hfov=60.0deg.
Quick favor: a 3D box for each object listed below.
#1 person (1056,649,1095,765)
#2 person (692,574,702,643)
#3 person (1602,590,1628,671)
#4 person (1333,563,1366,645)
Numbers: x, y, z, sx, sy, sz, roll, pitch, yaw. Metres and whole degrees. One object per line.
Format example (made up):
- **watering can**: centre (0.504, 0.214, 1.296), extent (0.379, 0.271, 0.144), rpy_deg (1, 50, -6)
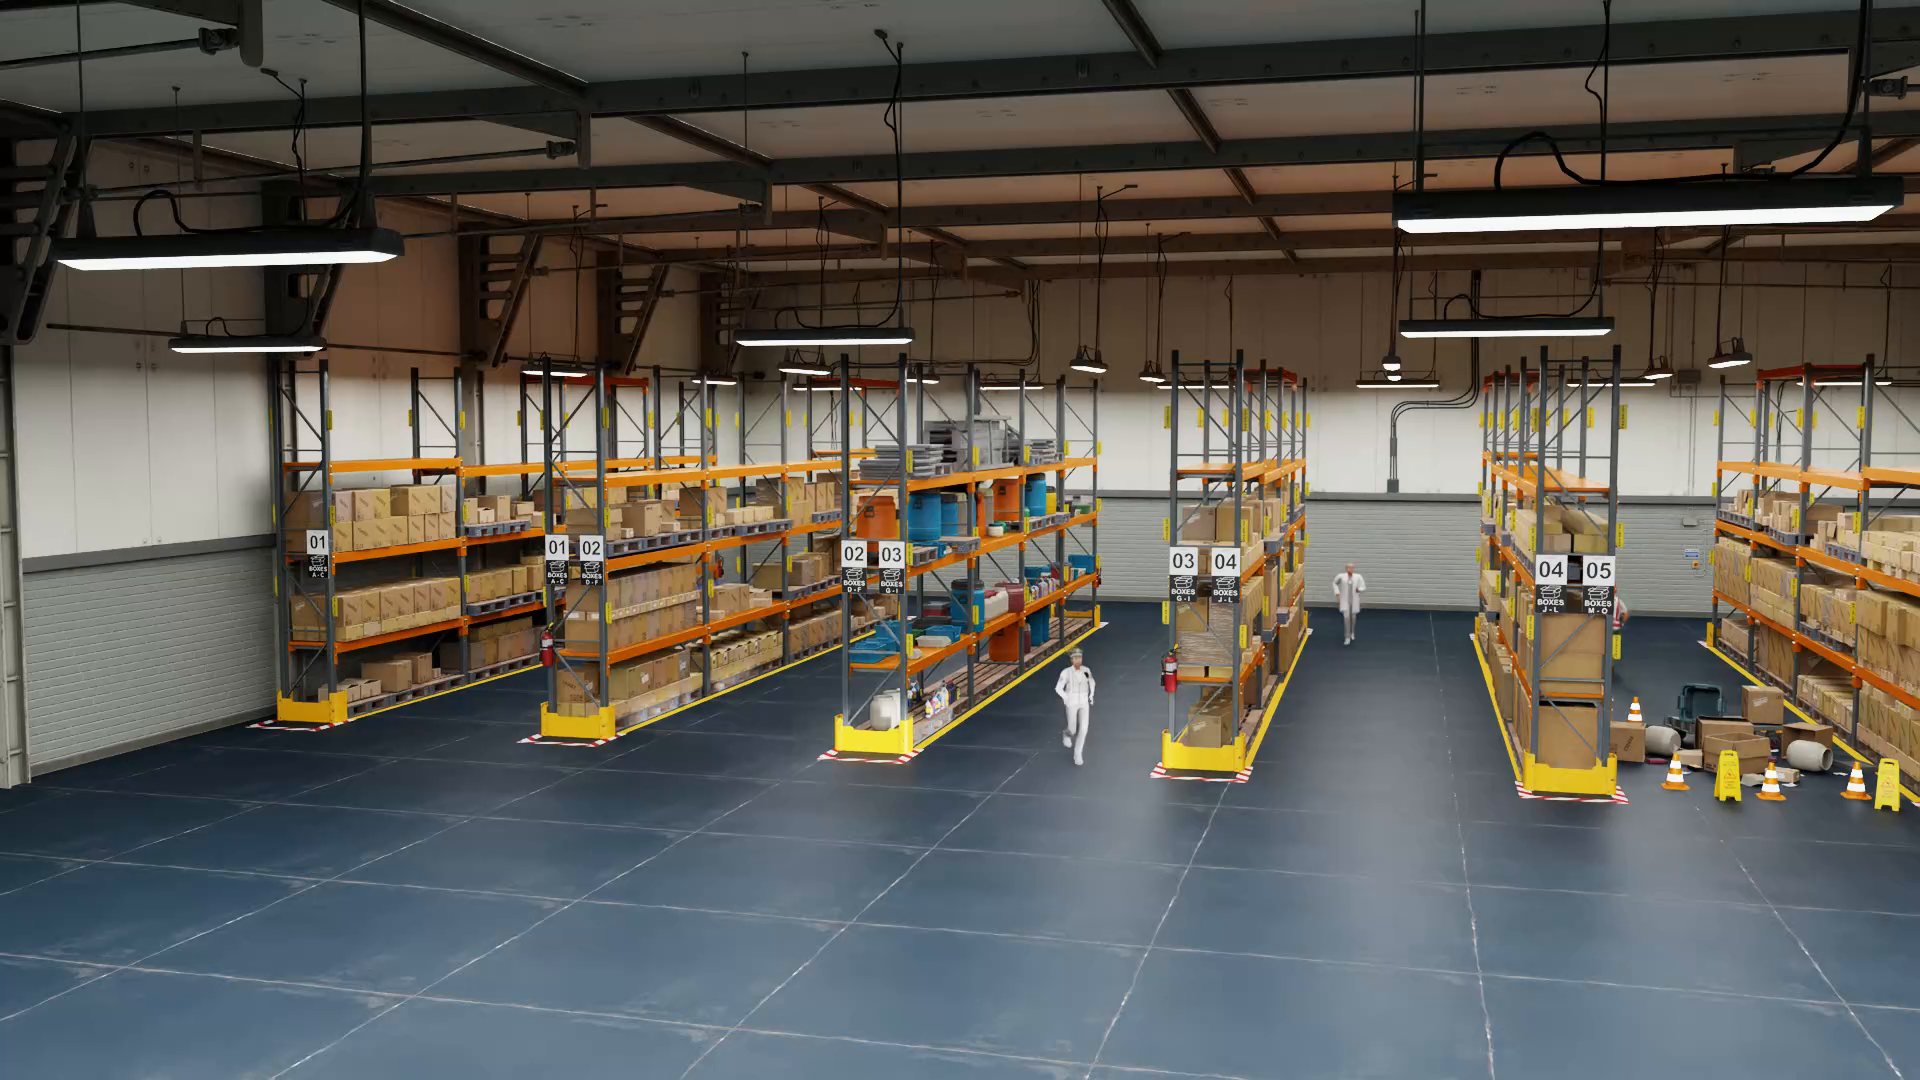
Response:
- **person**: centre (1.716, 2.427, 24.525), extent (0.628, 1.693, 0.729), rpy_deg (-1, 4, -12)
- **person**: centre (-5.790, 1.545, 36.298), extent (0.575, 1.645, 0.938), rpy_deg (1, 4, 10)
- **person**: centre (12.870, 1.760, 32.957), extent (0.651, 1.747, 0.692), rpy_deg (1, 4, 11)
- **person**: centre (8.775, 1.412, 37.448), extent (0.714, 1.807, 0.938), rpy_deg (0, 4, 4)
